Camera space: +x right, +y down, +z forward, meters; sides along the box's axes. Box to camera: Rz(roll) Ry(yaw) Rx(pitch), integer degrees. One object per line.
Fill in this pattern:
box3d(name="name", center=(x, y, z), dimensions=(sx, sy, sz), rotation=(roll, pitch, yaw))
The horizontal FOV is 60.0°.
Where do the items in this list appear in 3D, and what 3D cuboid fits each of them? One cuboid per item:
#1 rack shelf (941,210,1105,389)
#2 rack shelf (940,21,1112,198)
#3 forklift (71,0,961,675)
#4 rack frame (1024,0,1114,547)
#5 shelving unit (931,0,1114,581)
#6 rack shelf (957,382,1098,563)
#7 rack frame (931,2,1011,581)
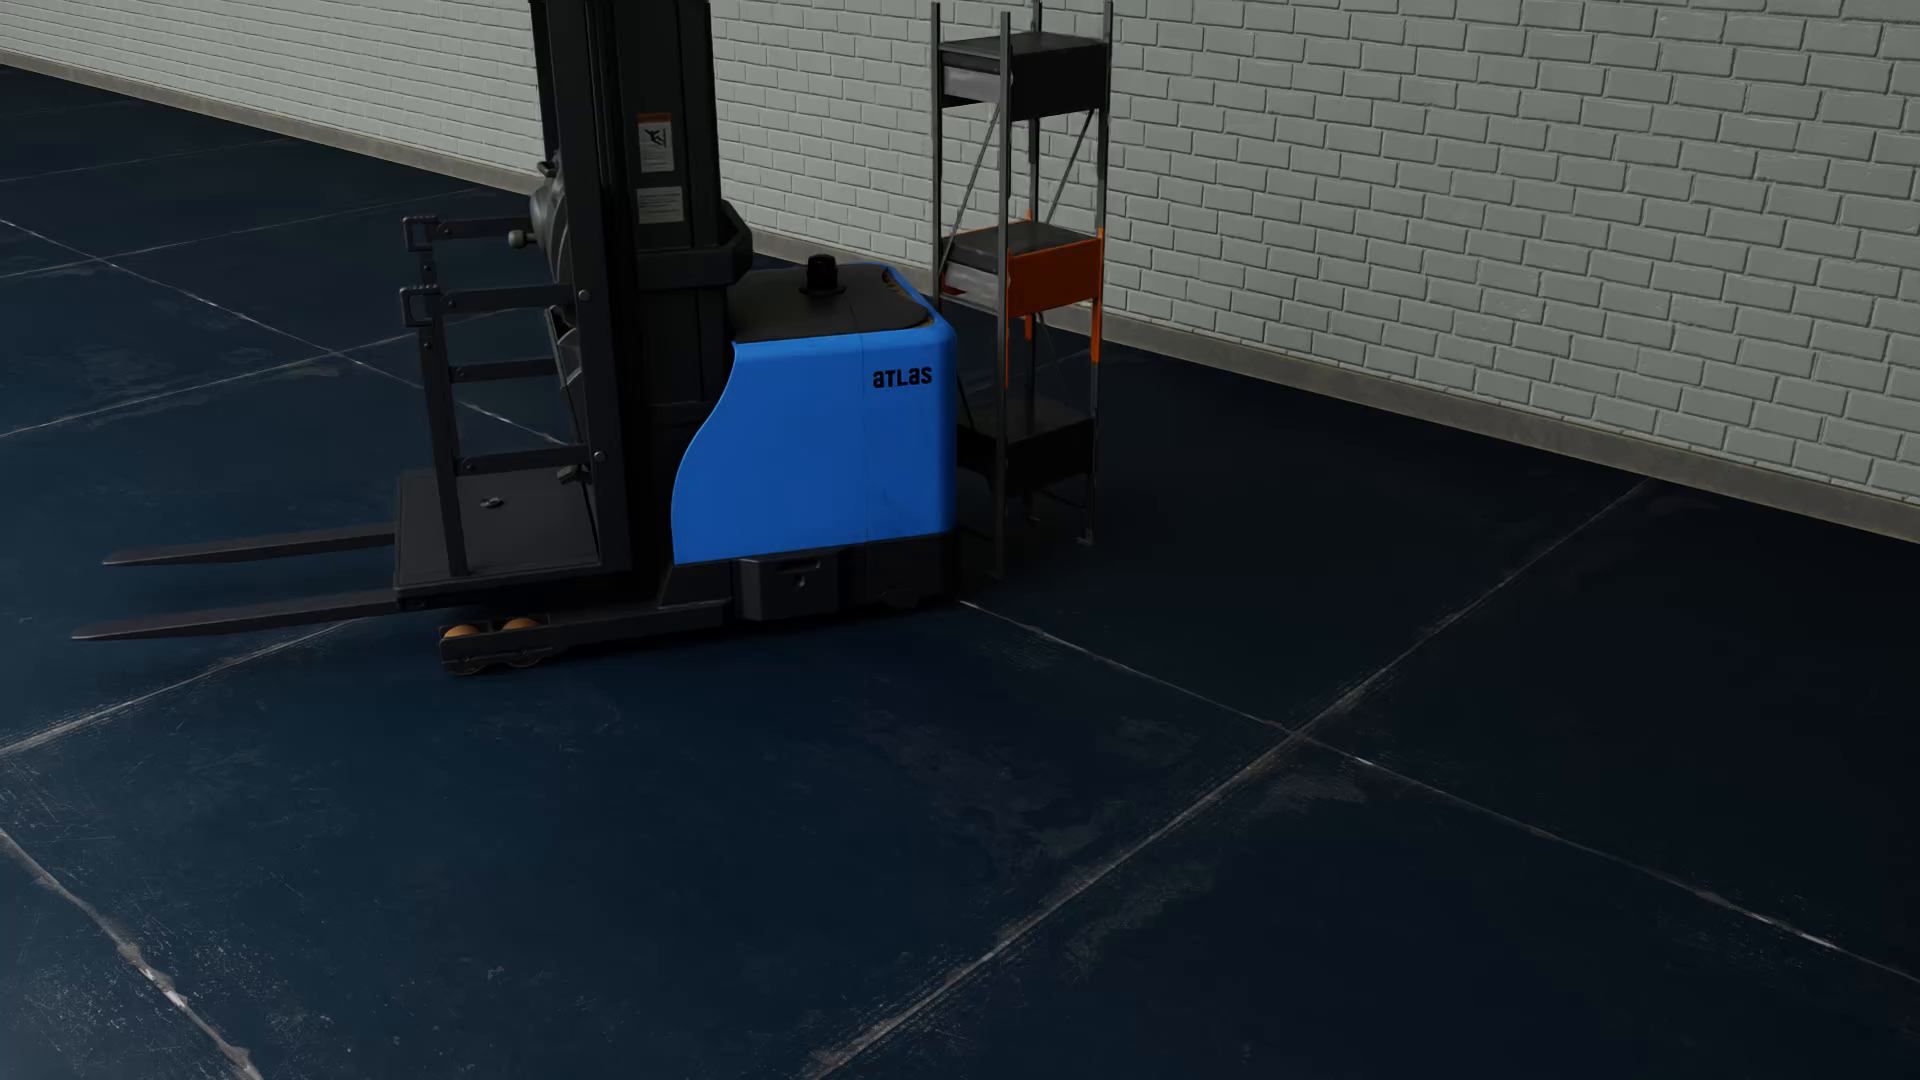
box3d(name="rack shelf", center=(0.219, -0.916, 6.259), dimensions=(0.480, 0.518, 0.431), rotation=(-19, 31, -36))
box3d(name="rack shelf", center=(0.219, -1.554, 5.973), dimensions=(0.480, 0.518, 0.431), rotation=(-19, 31, -36))
box3d(name="forklift", center=(-1.573, -1.115, 5.654), dimensions=(3.031, 2.935, 1.130), rotation=(-7, 25, -15))
box3d(name="rack frame", center=(0.404, -0.993, 6.399), dimensions=(0.015, 2.100, 0.400), rotation=(-19, 31, -36))
box3d(name="shelving unit", center=(0.219, -0.928, 6.254), dimensions=(0.503, 2.100, 0.431), rotation=(-19, 31, -36))
box3d(name="rack shelf", center=(0.219, -0.277, 6.546), dimensions=(0.480, 0.518, 0.431), rotation=(-19, 31, -36))
box3d(name="rack frame", center=(0.034, -0.863, 6.109), dimensions=(0.015, 2.100, 0.400), rotation=(-19, 31, -36))
